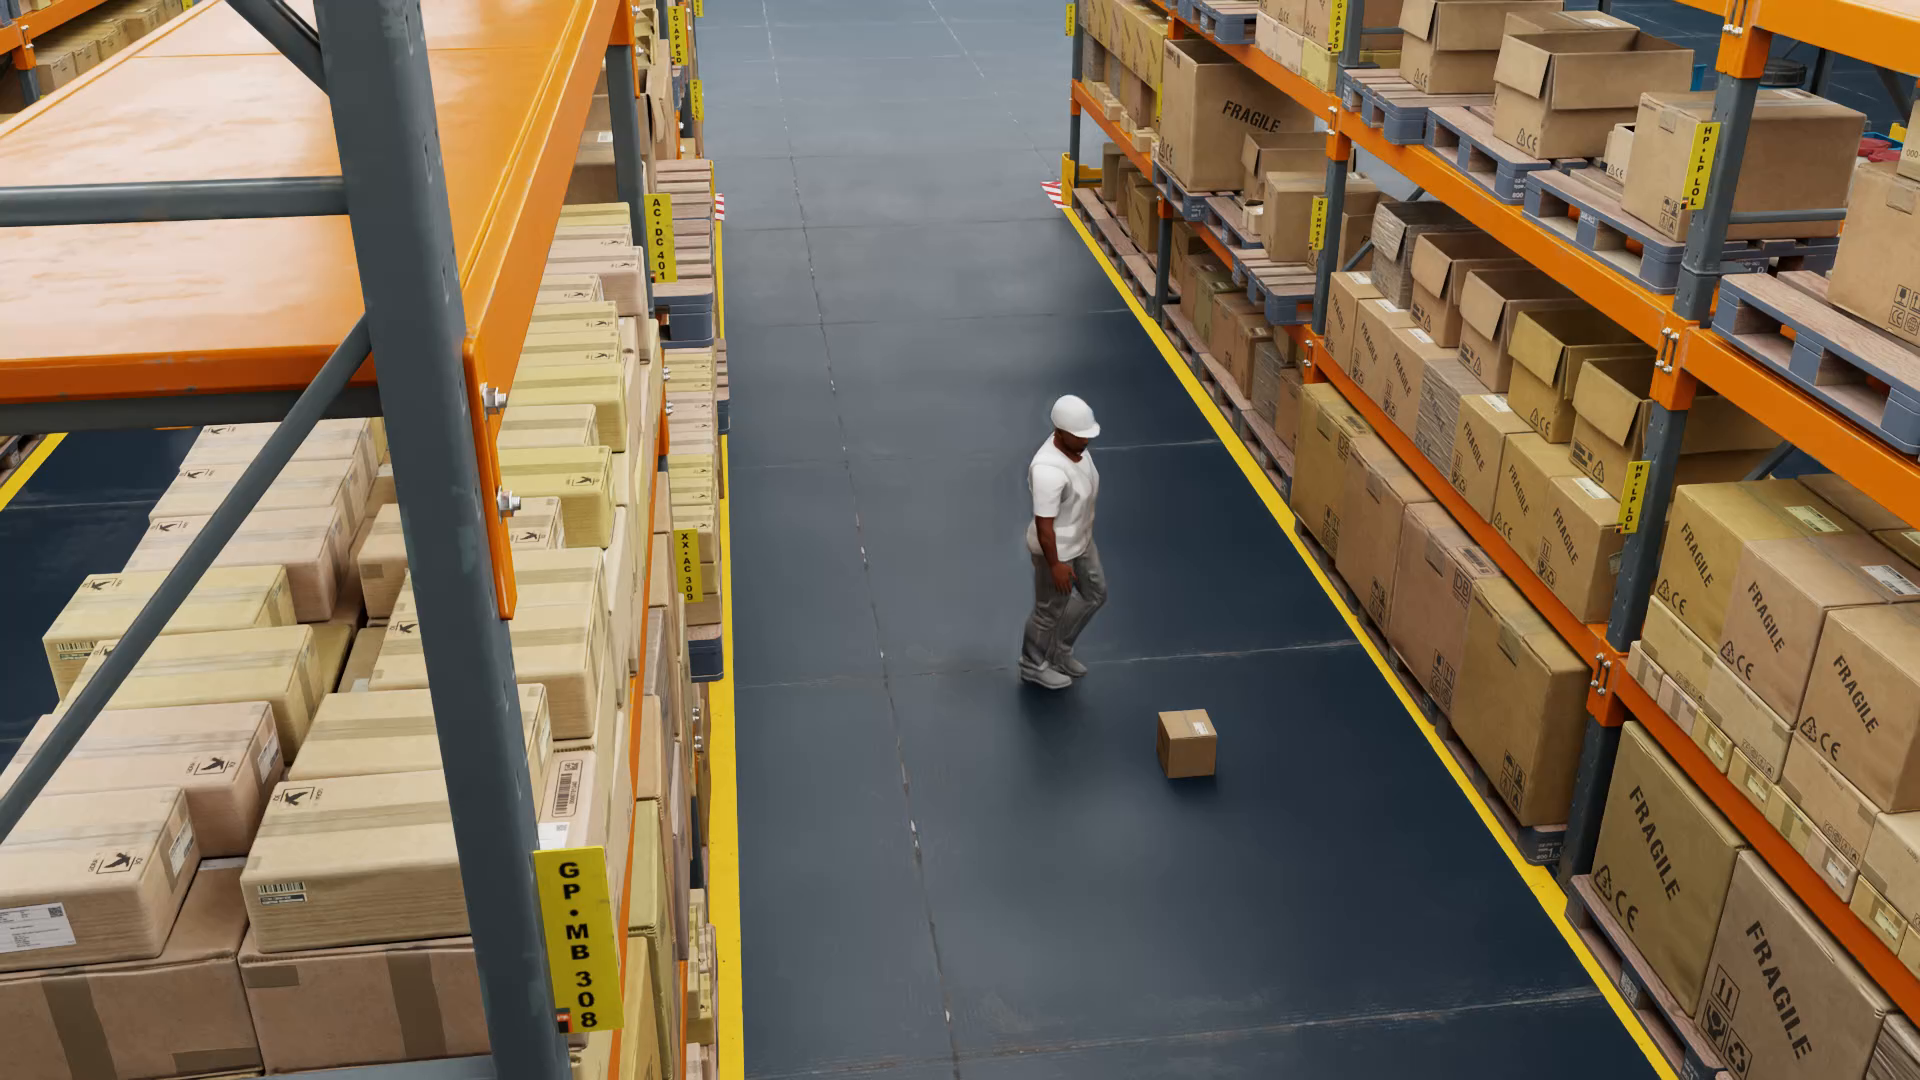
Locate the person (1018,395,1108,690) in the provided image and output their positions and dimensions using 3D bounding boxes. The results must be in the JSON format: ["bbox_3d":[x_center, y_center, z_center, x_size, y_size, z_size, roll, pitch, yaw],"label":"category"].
[{"bbox_3d":[0.546,0.033,8.998,0.457,1.794,0.615,11,29,20],"label":"person"}]
